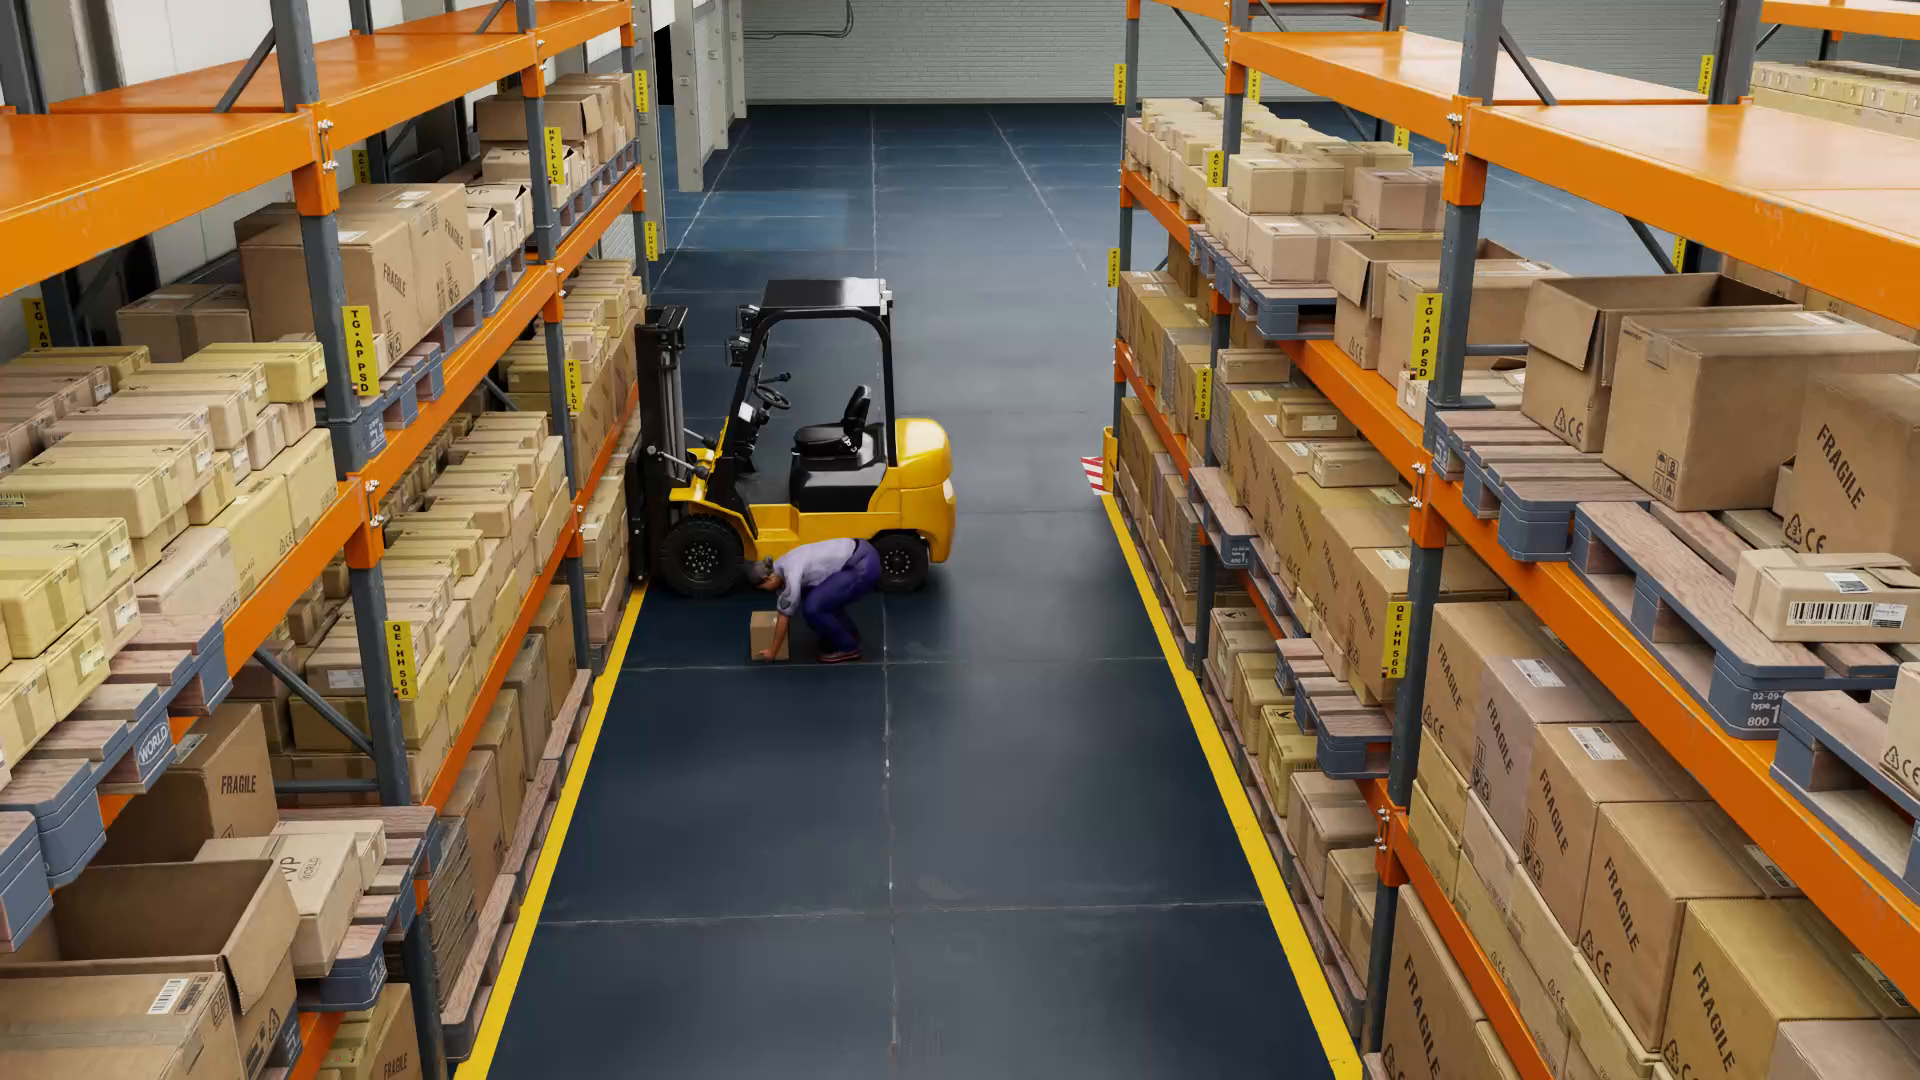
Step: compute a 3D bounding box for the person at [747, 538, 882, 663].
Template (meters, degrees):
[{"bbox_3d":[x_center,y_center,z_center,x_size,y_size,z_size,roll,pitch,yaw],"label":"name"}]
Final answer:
[{"bbox_3d":[-0.979,0.399,11.257,0.903,0.807,0.523,-2,21,-5],"label":"person"}]
